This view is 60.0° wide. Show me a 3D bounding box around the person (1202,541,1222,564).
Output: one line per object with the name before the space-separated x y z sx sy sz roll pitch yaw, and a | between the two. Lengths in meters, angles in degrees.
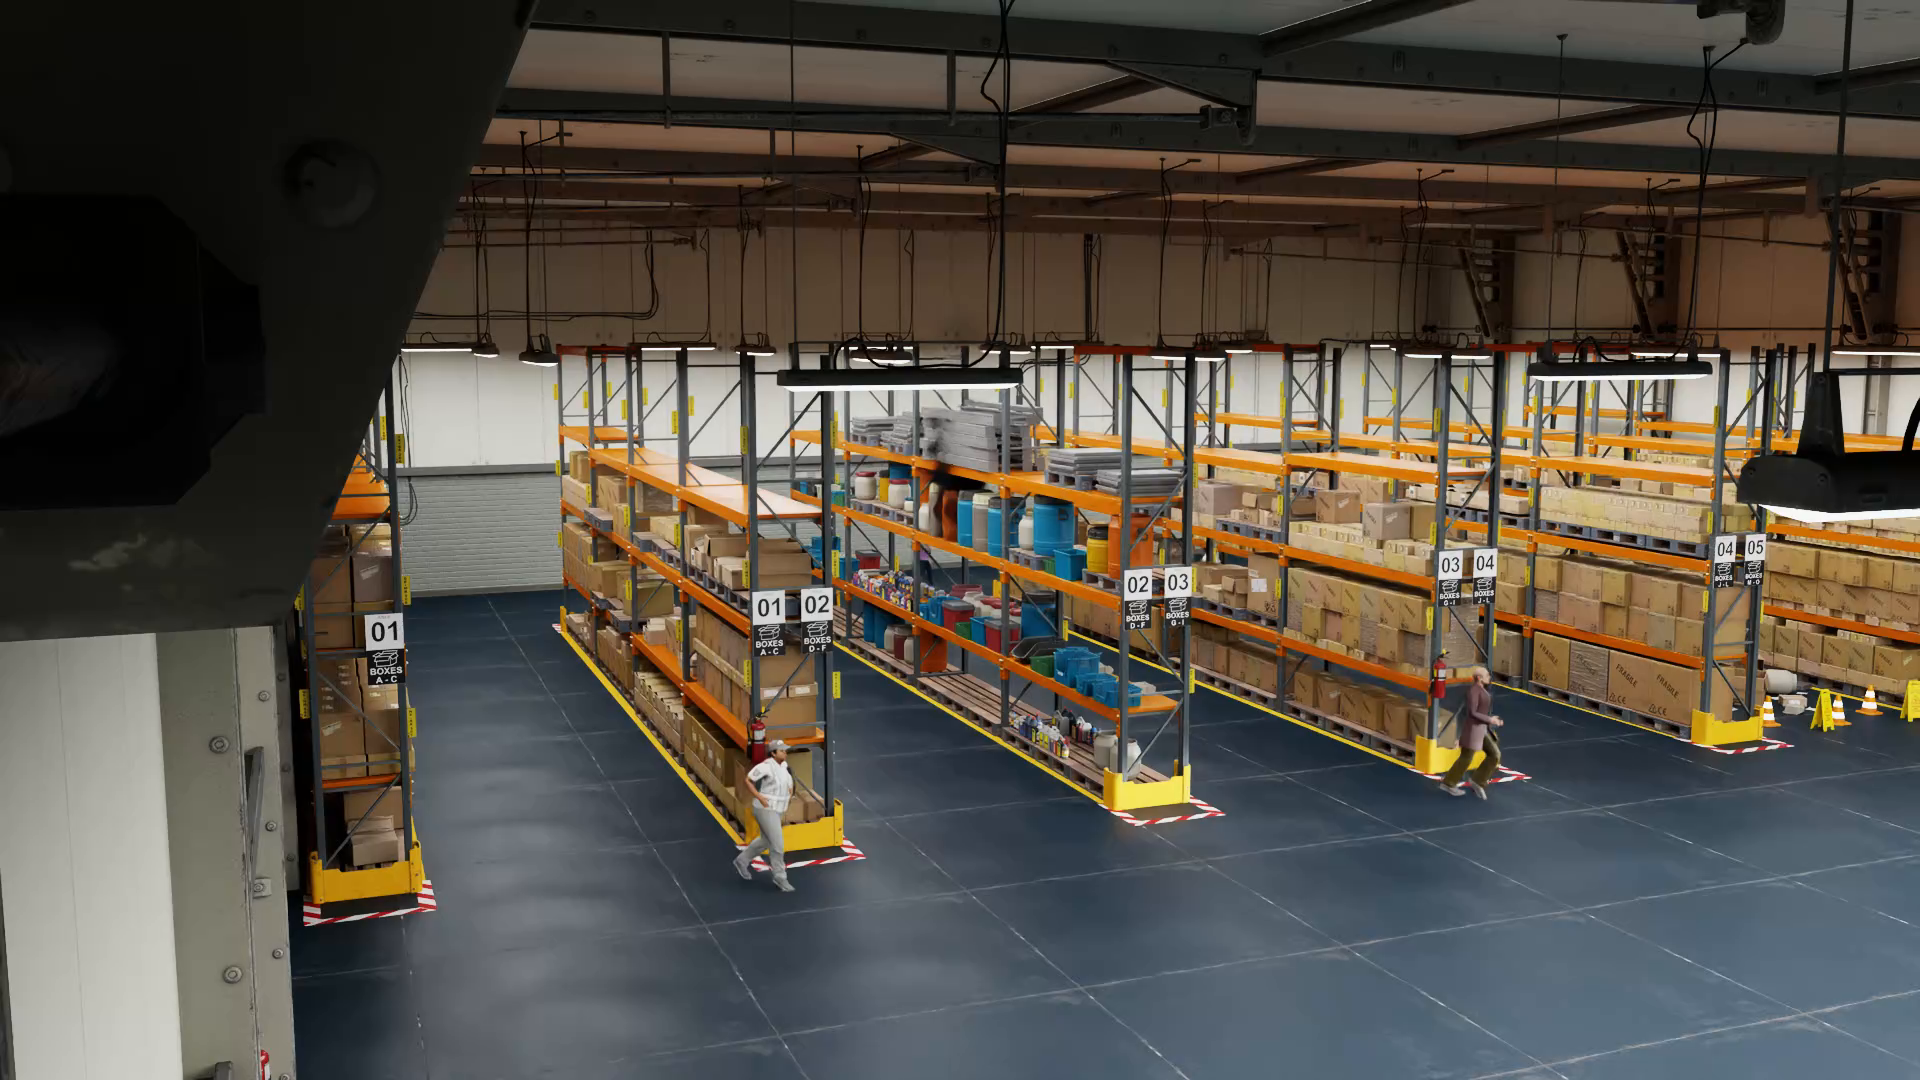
person | 5.484 0.864 36.463 0.562 1.715 0.857 -3 8 -21

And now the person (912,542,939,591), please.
person | -0.875 0.490 39.598 0.878 1.596 0.533 -1 7 -6

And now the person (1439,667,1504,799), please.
person | 6.981 2.621 22.533 0.785 1.836 0.750 5 9 32

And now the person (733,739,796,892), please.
person | -2.176 3.111 19.094 0.859 1.680 0.615 3 8 22
